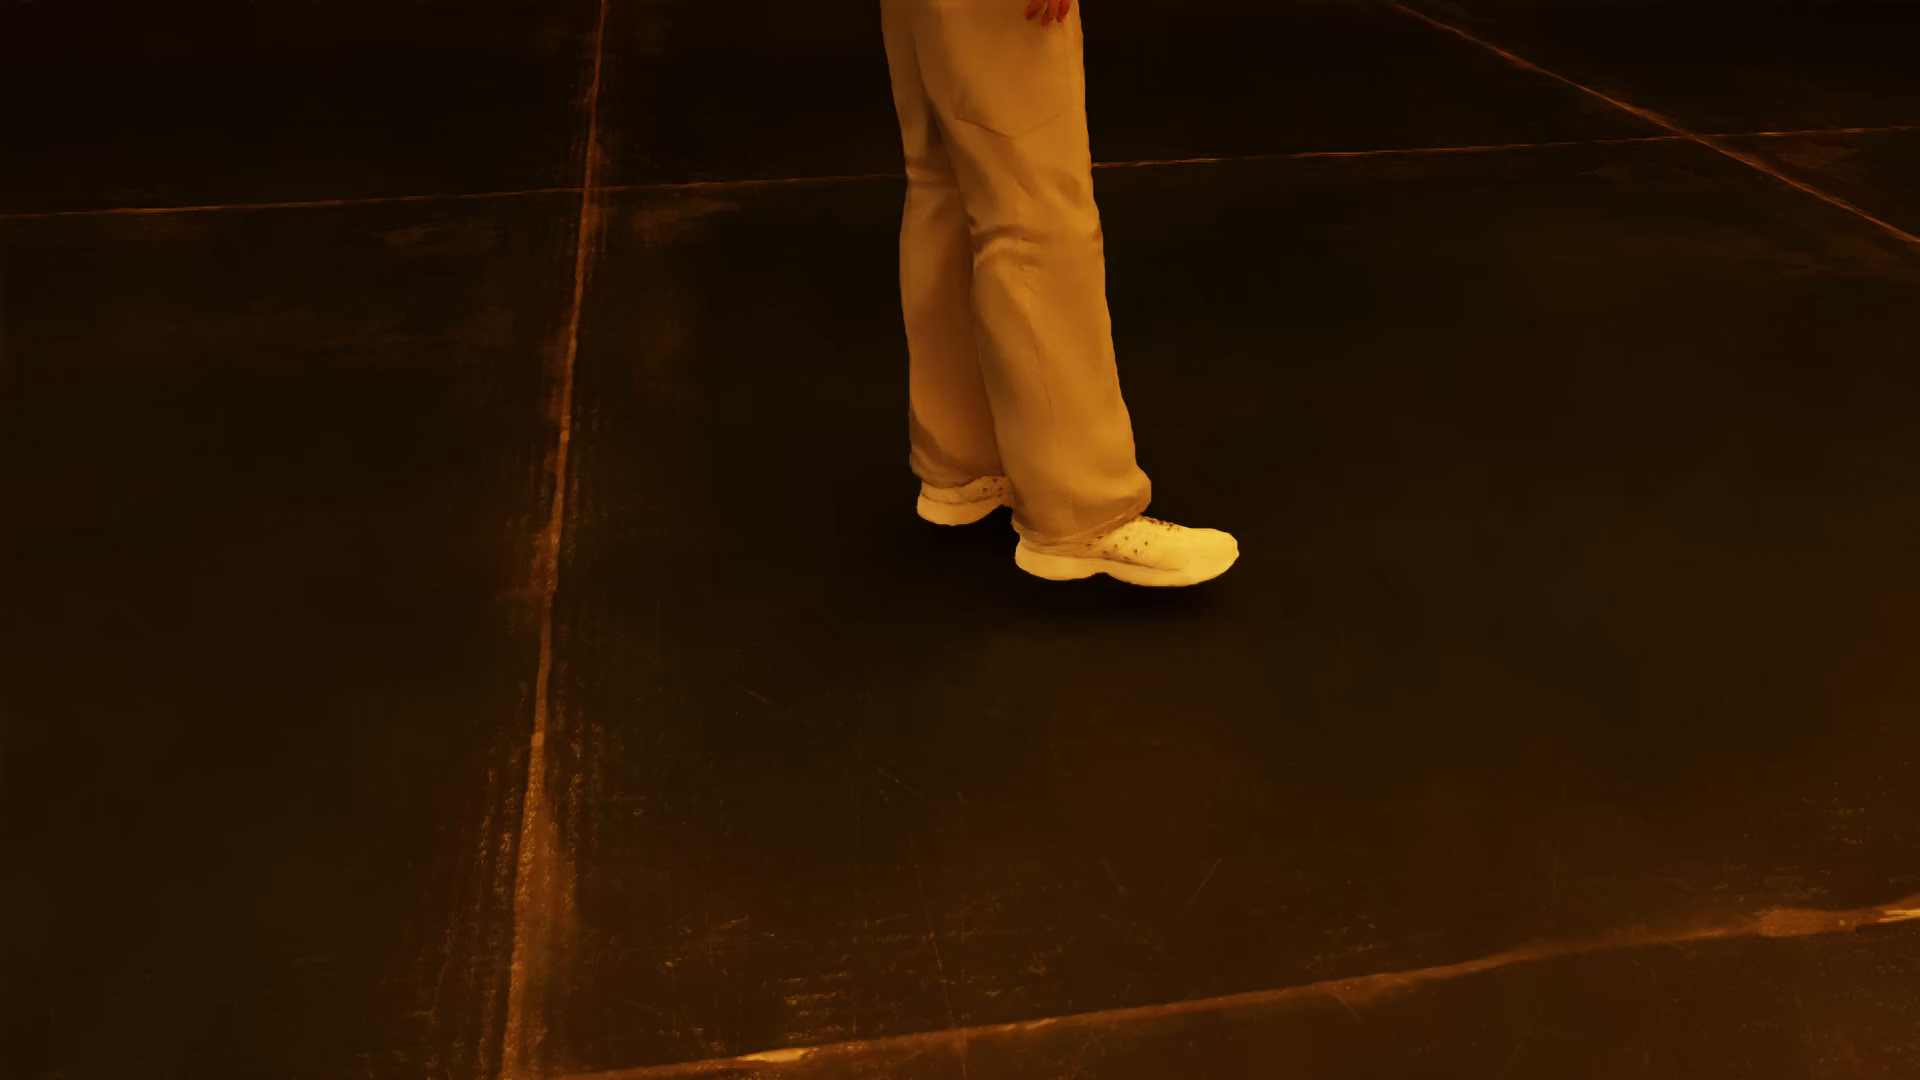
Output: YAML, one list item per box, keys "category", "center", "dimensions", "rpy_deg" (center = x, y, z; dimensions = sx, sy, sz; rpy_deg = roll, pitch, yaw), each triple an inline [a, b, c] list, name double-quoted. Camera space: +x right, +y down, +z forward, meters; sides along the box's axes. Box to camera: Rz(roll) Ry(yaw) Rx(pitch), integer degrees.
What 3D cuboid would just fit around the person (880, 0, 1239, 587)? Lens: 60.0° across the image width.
- category: "person"
  center: [0.074, -0.781, 2.085]
  dimensions: [0.549, 1.673, 0.550]
  rpy_deg: [-5, 28, -9]
